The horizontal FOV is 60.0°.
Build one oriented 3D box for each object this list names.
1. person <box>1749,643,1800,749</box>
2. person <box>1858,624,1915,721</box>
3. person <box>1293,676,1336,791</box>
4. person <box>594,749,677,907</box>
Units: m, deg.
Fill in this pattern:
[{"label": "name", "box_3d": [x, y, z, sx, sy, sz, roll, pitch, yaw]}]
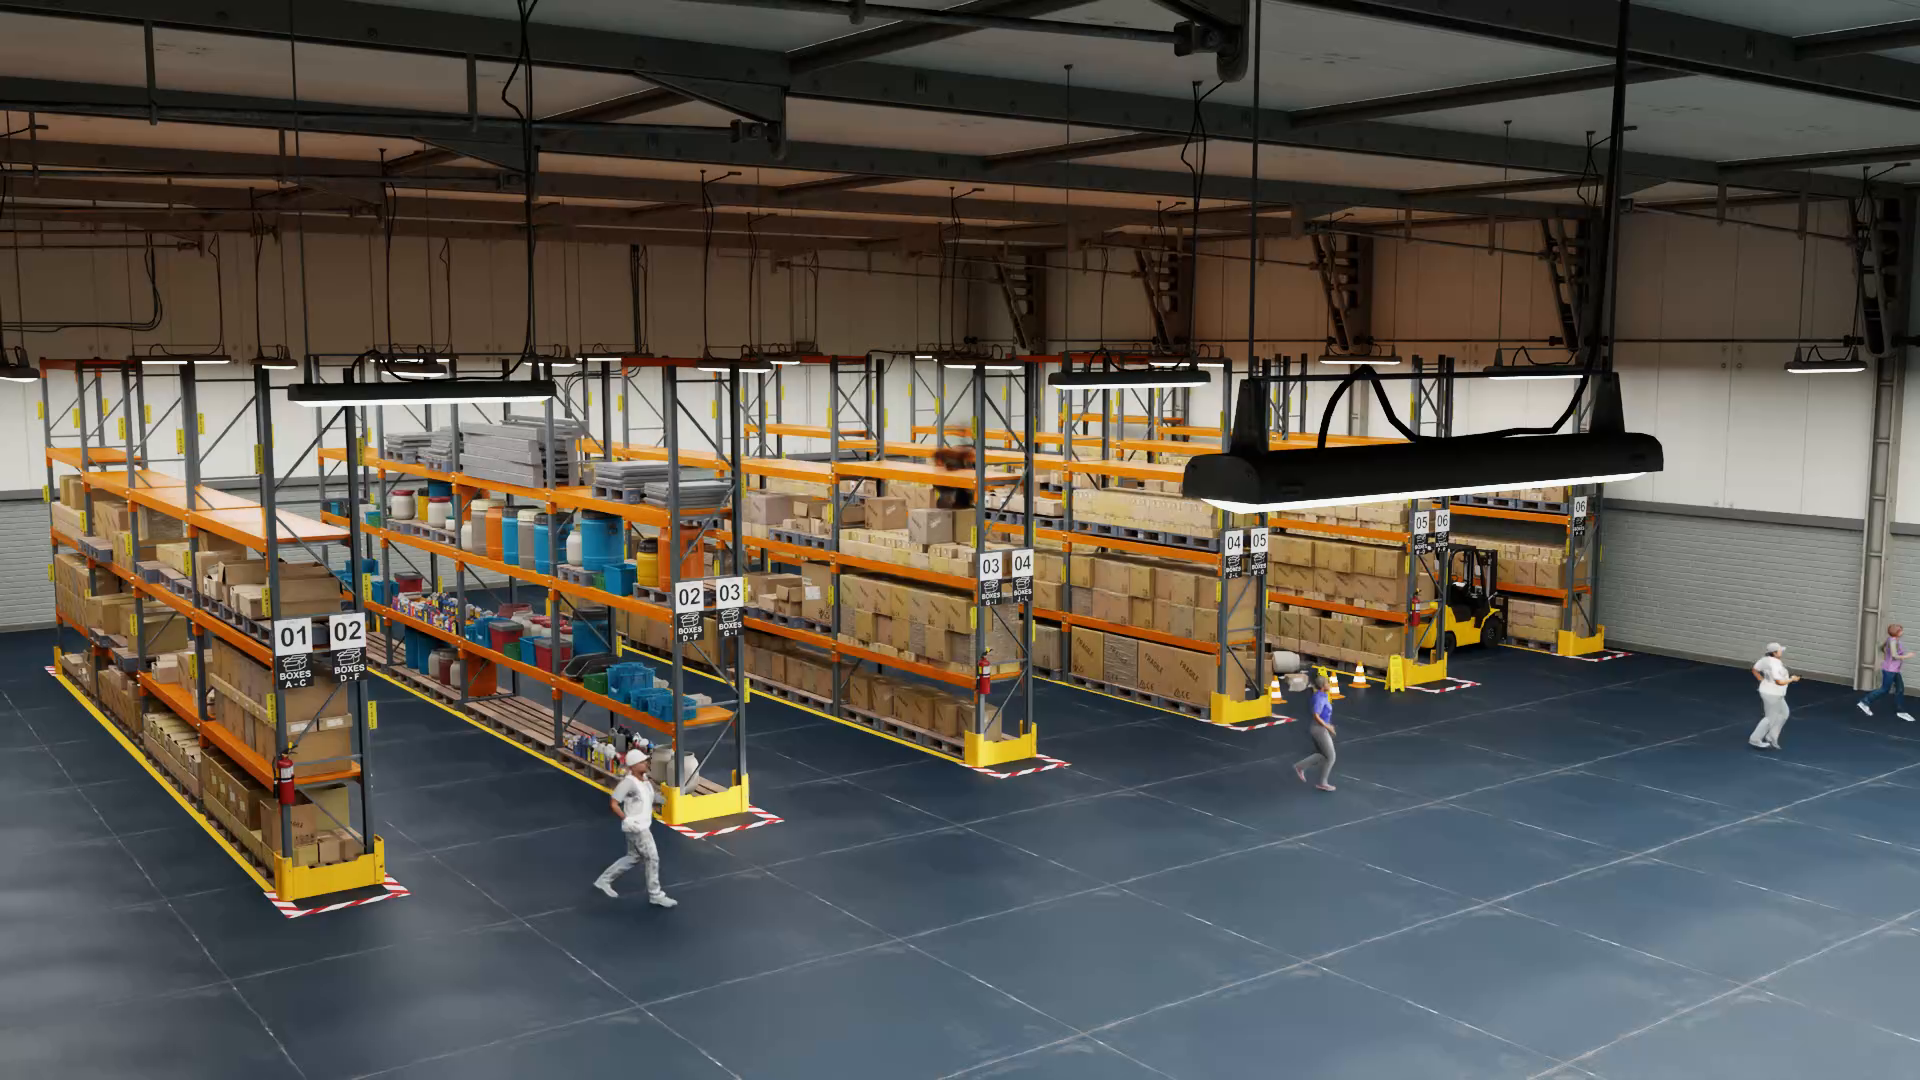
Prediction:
[{"label": "person", "box_3d": [12.599, 2.434, 25.745, 0.673, 1.710, 0.582, 2, 7, 13]}, {"label": "person", "box_3d": [15.492, 2.204, 27.729, 0.837, 1.586, 0.547, 4, 8, 32]}, {"label": "person", "box_3d": [5.019, 2.723, 23.457, 0.593, 1.632, 0.598, 1, 7, 5]}, {"label": "person", "box_3d": [-3.645, 3.216, 18.615, 0.923, 1.795, 0.666, -1, 7, -5]}]
